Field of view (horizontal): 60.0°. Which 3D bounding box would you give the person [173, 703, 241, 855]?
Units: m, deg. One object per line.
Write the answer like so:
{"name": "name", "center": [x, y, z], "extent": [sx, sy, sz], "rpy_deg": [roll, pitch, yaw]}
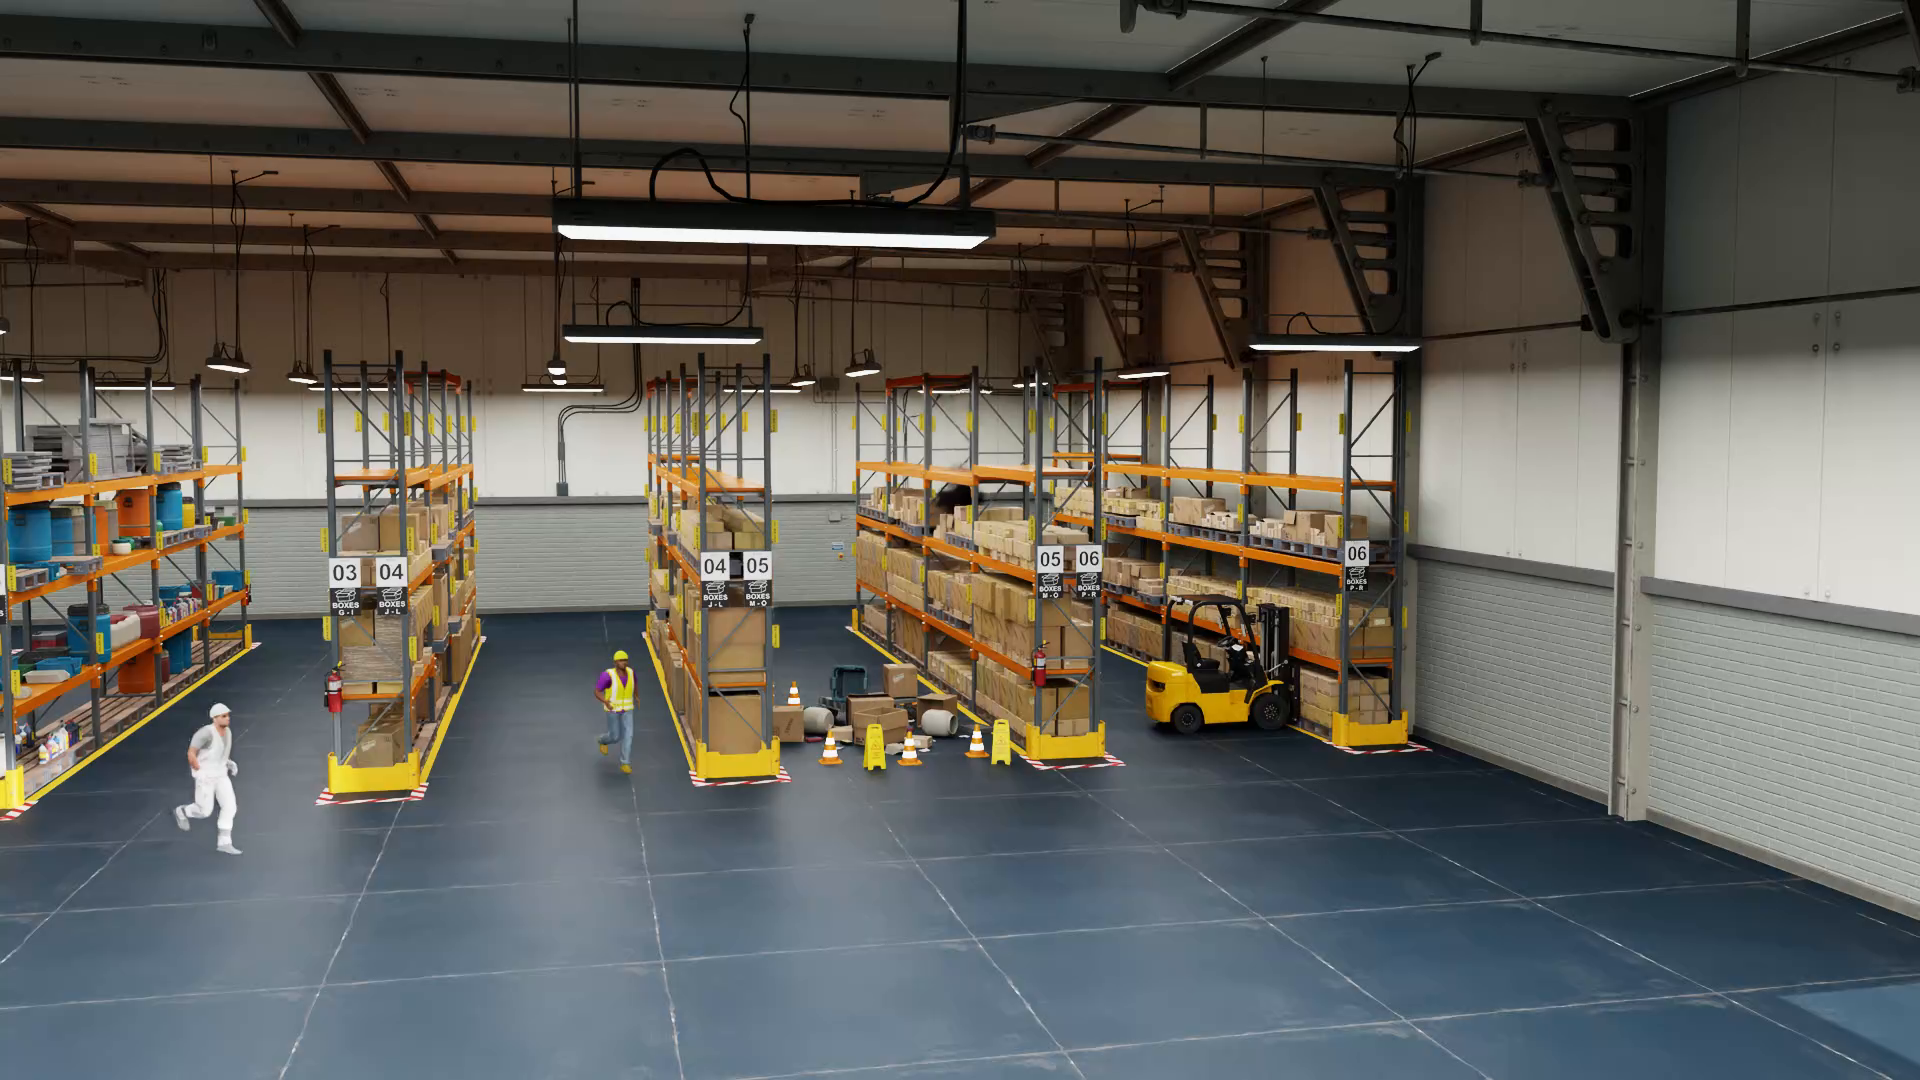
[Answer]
{"name": "person", "center": [-8.834, 2.788, 19.527], "extent": [0.949, 1.762, 0.664], "rpy_deg": [1, 4, 20]}

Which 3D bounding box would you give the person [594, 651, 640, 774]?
{"name": "person", "center": [-4.941, 2.467, 24.114], "extent": [0.704, 1.743, 0.964], "rpy_deg": [-3, 5, -34]}
